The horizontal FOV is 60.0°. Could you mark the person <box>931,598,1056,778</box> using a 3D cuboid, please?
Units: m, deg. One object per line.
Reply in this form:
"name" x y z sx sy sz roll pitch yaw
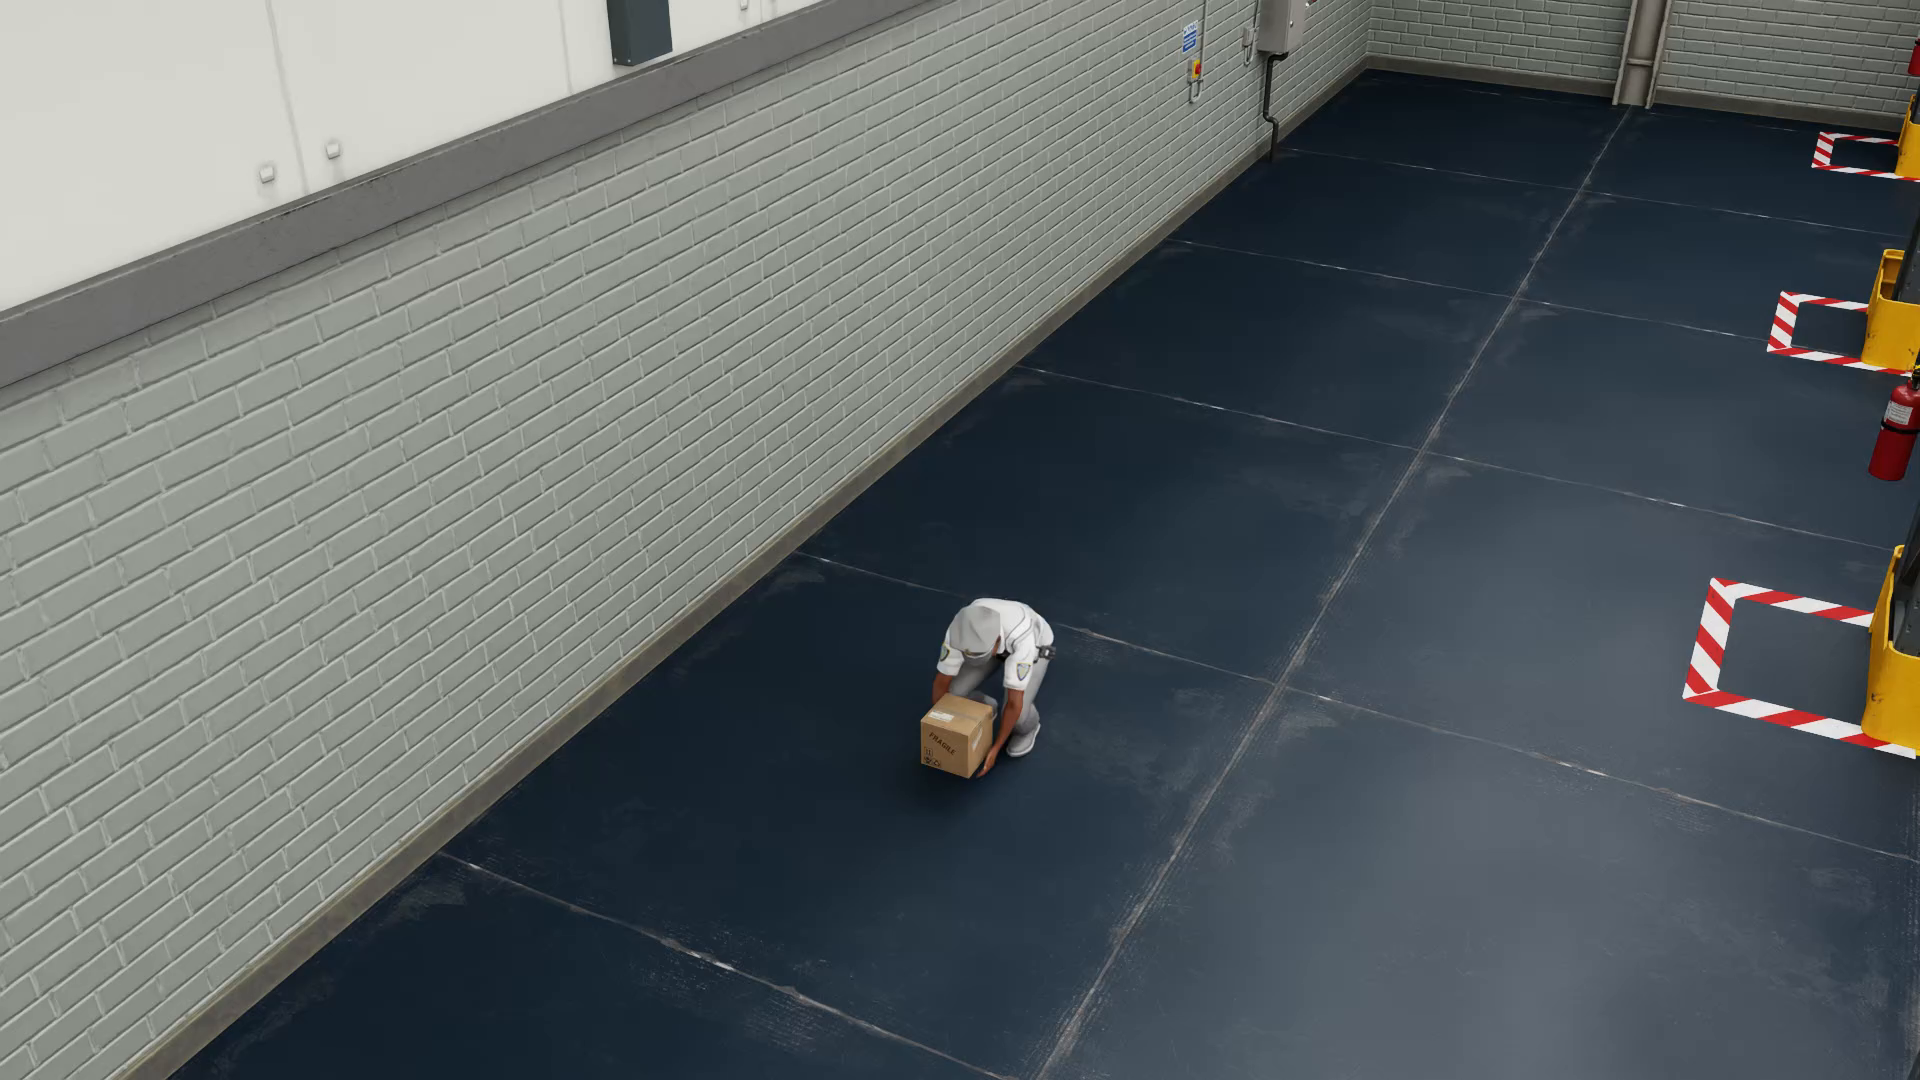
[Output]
"person" 0.164 0.617 7.925 0.483 0.968 0.836 14 33 23
